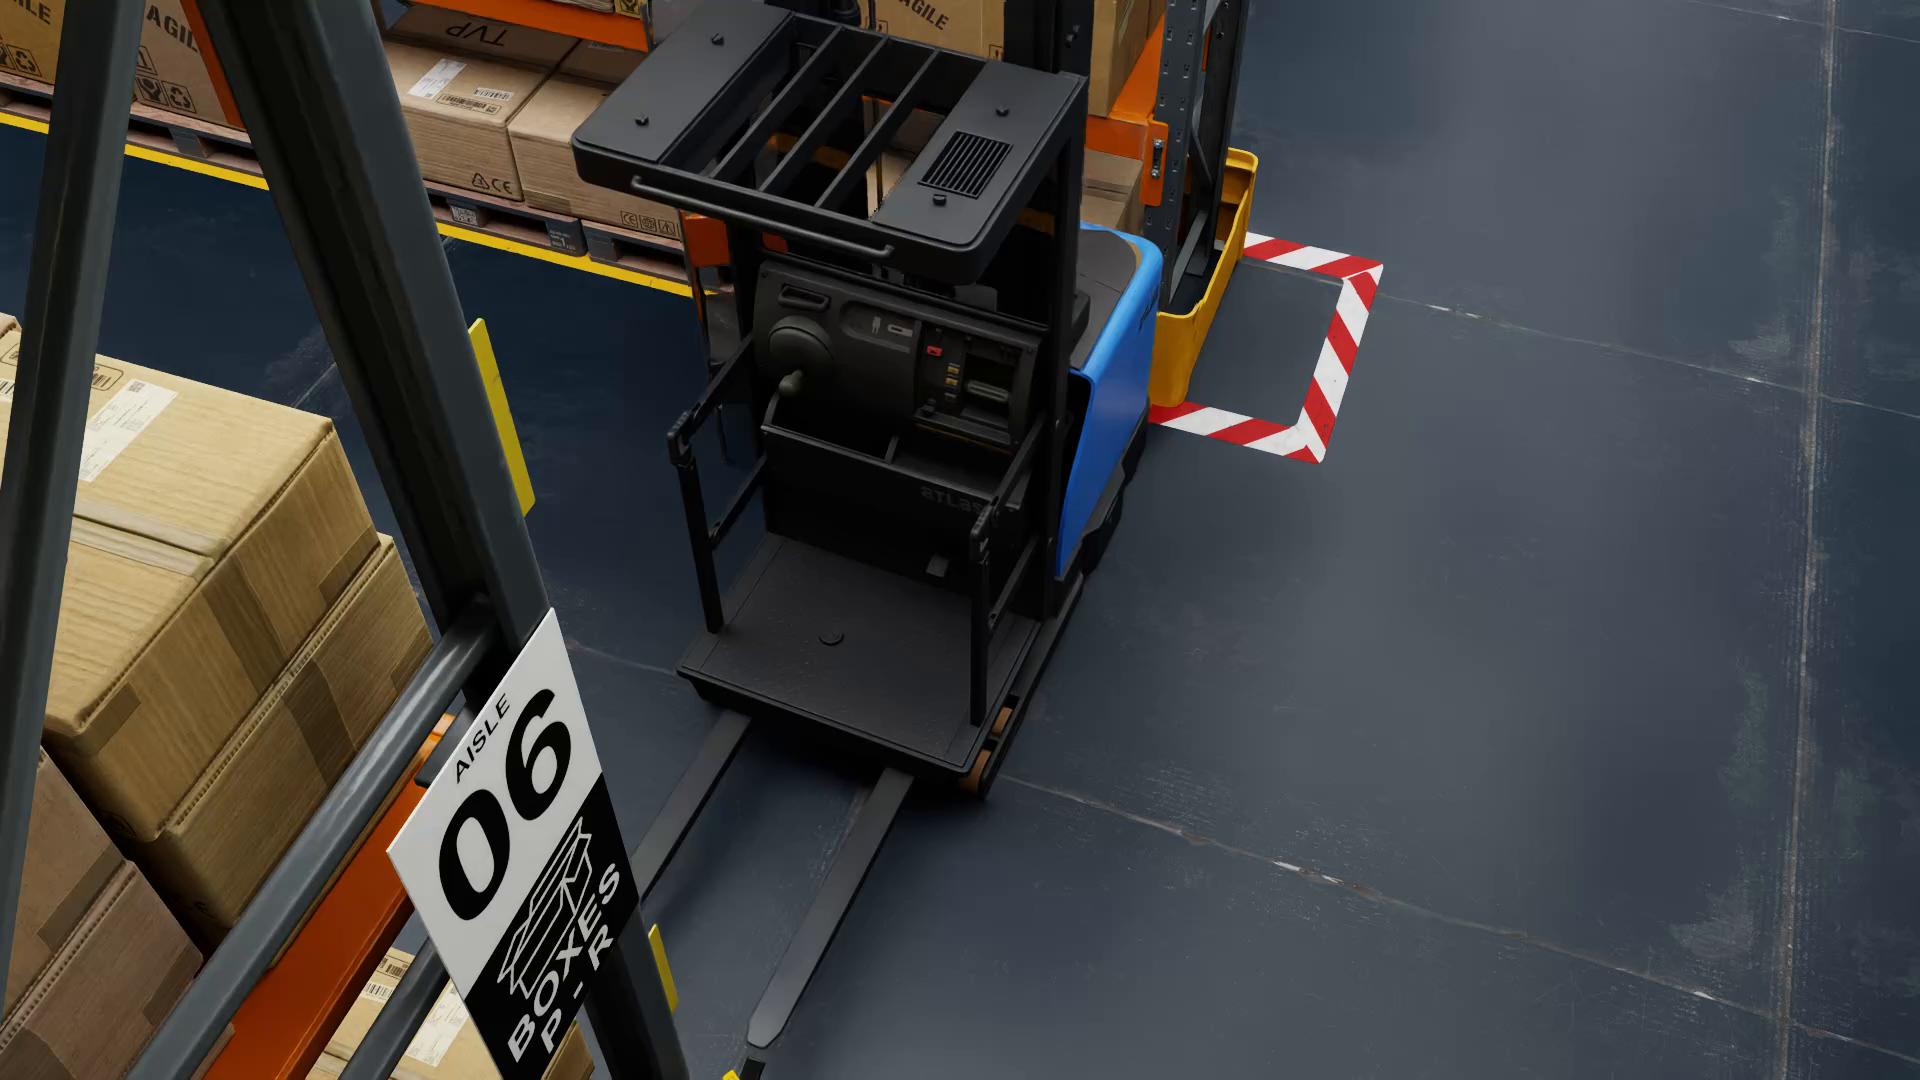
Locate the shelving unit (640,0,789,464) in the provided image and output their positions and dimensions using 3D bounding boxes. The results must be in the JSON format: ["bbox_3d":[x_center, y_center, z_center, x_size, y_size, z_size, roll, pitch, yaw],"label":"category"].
[{"bbox_3d":[-0.764,-1.170,6.132,0.503,2.100,0.431,-7,50,-5],"label":"shelving unit"}]

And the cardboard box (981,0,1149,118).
[{"bbox_3d":[0.397,-1.962,6.165,0.500,0.500,0.500,16,51,13],"label":"cardboard box"}]

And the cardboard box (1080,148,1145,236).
[{"bbox_3d":[0.287,-1.390,7.154,0.875,0.438,0.875,14,51,12],"label":"cardboard box"}]

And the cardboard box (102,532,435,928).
[{"bbox_3d":[-1.097,0.189,2.285,0.500,0.250,0.500,15,51,13],"label":"cardboard box"}]

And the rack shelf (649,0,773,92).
[{"bbox_3d":[-0.775,-1.613,5.608,0.480,0.518,0.431,-7,50,-5],"label":"rack shelf"}]

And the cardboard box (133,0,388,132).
[{"bbox_3d":[-3.421,-2.585,7.899,0.875,0.875,0.875,17,51,14],"label":"cardboard box"}]

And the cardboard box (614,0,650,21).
[{"bbox_3d":[-1.044,-2.357,6.508,0.500,0.500,0.500,17,51,14],"label":"cardboard box"}]

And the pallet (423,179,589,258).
[{"bbox_3d":[-2.125,-1.870,7.997,1.213,0.211,1.003,16,51,13],"label":"pallet"}]

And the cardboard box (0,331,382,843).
[{"bbox_3d":[-1.105,0.041,2.082,0.500,0.250,0.500,15,51,13],"label":"cardboard box"}]

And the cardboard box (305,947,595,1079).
[{"bbox_3d":[-1.108,1.171,3.418,0.500,0.250,0.500,16,51,13],"label":"cardboard box"}]

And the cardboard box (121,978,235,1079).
[{"bbox_3d":[-1.156,0.709,2.097,0.250,0.149,0.380,17,51,14],"label":"cardboard box"}]

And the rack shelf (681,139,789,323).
[{"bbox_3d":[-0.764,-1.161,6.142,0.480,0.518,0.431,-7,50,-5],"label":"rack shelf"}]

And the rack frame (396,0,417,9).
[{"bbox_3d":[-2.811,-3.038,7.164,0.127,3.000,1.000,16,51,13],"label":"rack frame"}]

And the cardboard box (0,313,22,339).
[{"bbox_3d":[-1.576,-0.106,2.209,0.500,0.250,0.500,15,51,13],"label":"cardboard box"}]

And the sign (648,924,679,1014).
[{"bbox_3d":[-0.588,0.861,3.212,0.005,0.325,0.100,16,51,13],"label":"sign"}]

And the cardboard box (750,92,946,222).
[{"bbox_3d":[-0.574,-1.624,7.356,0.875,0.438,0.875,17,51,14],"label":"cardboard box"}]

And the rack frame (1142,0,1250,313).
[{"bbox_3d":[0.941,-1.990,6.256,0.127,3.000,1.000,16,51,13],"label":"rack frame"}]

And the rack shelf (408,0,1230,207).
[{"bbox_3d":[-0.935,-2.278,6.982,4.000,0.370,1.077,16,51,13],"label":"rack shelf"}]

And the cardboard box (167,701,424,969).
[{"bbox_3d":[-0.994,0.381,2.382,0.250,0.149,0.380,17,51,14],"label":"cardboard box"}]

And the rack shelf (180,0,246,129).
[{"bbox_3d":[-2.652,-0.722,1.665,4.000,0.370,1.077,16,51,13],"label":"rack shelf"}]

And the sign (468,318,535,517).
[{"bbox_3d":[-0.588,-0.124,2.075,0.005,0.325,0.100,16,51,13],"label":"sign"}]

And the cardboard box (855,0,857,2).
[{"bbox_3d":[-0.555,-2.231,6.399,0.500,0.500,0.500,17,51,14],"label":"cardboard box"}]

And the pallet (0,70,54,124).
[{"bbox_3d":[-4.710,-2.591,8.622,1.213,0.211,1.003,16,51,13],"label":"pallet"}]

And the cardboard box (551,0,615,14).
[{"bbox_3d":[-1.527,-2.492,6.625,0.500,0.500,0.500,16,51,13],"label":"cardboard box"}]

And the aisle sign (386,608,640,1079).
[{"bbox_3d":[-0.610,0.488,2.388,0.004,0.787,0.394,16,51,13],"label":"aisle sign"}]

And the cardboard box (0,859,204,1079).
[{"bbox_3d":[-1.287,0.575,1.950,0.500,0.250,0.500,15,51,12],"label":"cardboard box"}]

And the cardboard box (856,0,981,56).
[{"bbox_3d":[-0.069,-2.104,6.288,0.500,0.500,0.500,15,51,12],"label":"cardboard box"}]

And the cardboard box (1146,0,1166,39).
[{"bbox_3d":[0.590,-2.352,6.503,0.500,0.500,0.500,15,51,13],"label":"cardboard box"}]

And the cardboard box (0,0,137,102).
[{"bbox_3d":[-4.271,-2.816,8.100,0.875,0.875,0.875,17,51,14],"label":"cardboard box"}]

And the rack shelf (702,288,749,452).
[{"bbox_3d":[-0.753,-0.709,6.677,0.480,0.518,0.431,-7,50,-5],"label":"rack shelf"}]

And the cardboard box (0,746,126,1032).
[{"bbox_3d":[-1.289,0.416,1.757,0.500,0.250,0.500,14,51,12],"label":"cardboard box"}]

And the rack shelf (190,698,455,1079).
[{"bbox_3d":[-2.652,0.259,2.798,4.000,0.370,1.077,16,51,13],"label":"rack shelf"}]

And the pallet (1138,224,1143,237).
[{"bbox_3d":[0.164,-1.231,7.443,1.213,0.211,1.003,16,51,13],"label":"pallet"}]

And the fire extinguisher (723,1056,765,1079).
[{"bbox_3d":[-0.478,1.388,3.626,0.183,0.674,0.296,16,51,13],"label":"fire extinguisher"}]

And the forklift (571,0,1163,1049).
[{"bbox_3d":[-0.290,-0.458,4.973,1.130,2.935,3.031,18,51,15],"label":"forklift"}]

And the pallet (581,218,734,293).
[{"bbox_3d":[-0.977,-1.551,7.721,1.213,0.211,1.003,16,51,13],"label":"pallet"}]

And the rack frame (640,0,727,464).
[{"bbox_3d":[-1.005,-1.138,6.110,0.015,2.100,0.400,-7,50,-5],"label":"rack frame"}]

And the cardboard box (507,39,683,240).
[{"bbox_3d":[-1.420,-1.861,7.562,0.875,0.438,0.875,14,51,12],"label":"cardboard box"}]

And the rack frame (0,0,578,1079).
[{"bbox_3d":[-0.776,-0.435,0.938,0.127,3.000,1.000,16,51,13],"label":"rack frame"}]

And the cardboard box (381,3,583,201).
[{"bbox_3d":[-2.260,-2.095,7.765,0.875,0.438,0.875,15,51,13],"label":"cardboard box"}]

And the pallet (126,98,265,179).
[{"bbox_3d":[-3.561,-2.273,8.346,1.213,0.211,1.003,16,51,13],"label":"pallet"}]

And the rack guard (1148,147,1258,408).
[{"bbox_3d":[0.963,-1.165,7.195,0.348,0.500,1.175,16,51,13],"label":"rack guard"}]

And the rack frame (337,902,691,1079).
[{"bbox_3d":[-0.776,1.529,3.205,0.127,3.000,1.000,16,51,13],"label":"rack frame"}]
